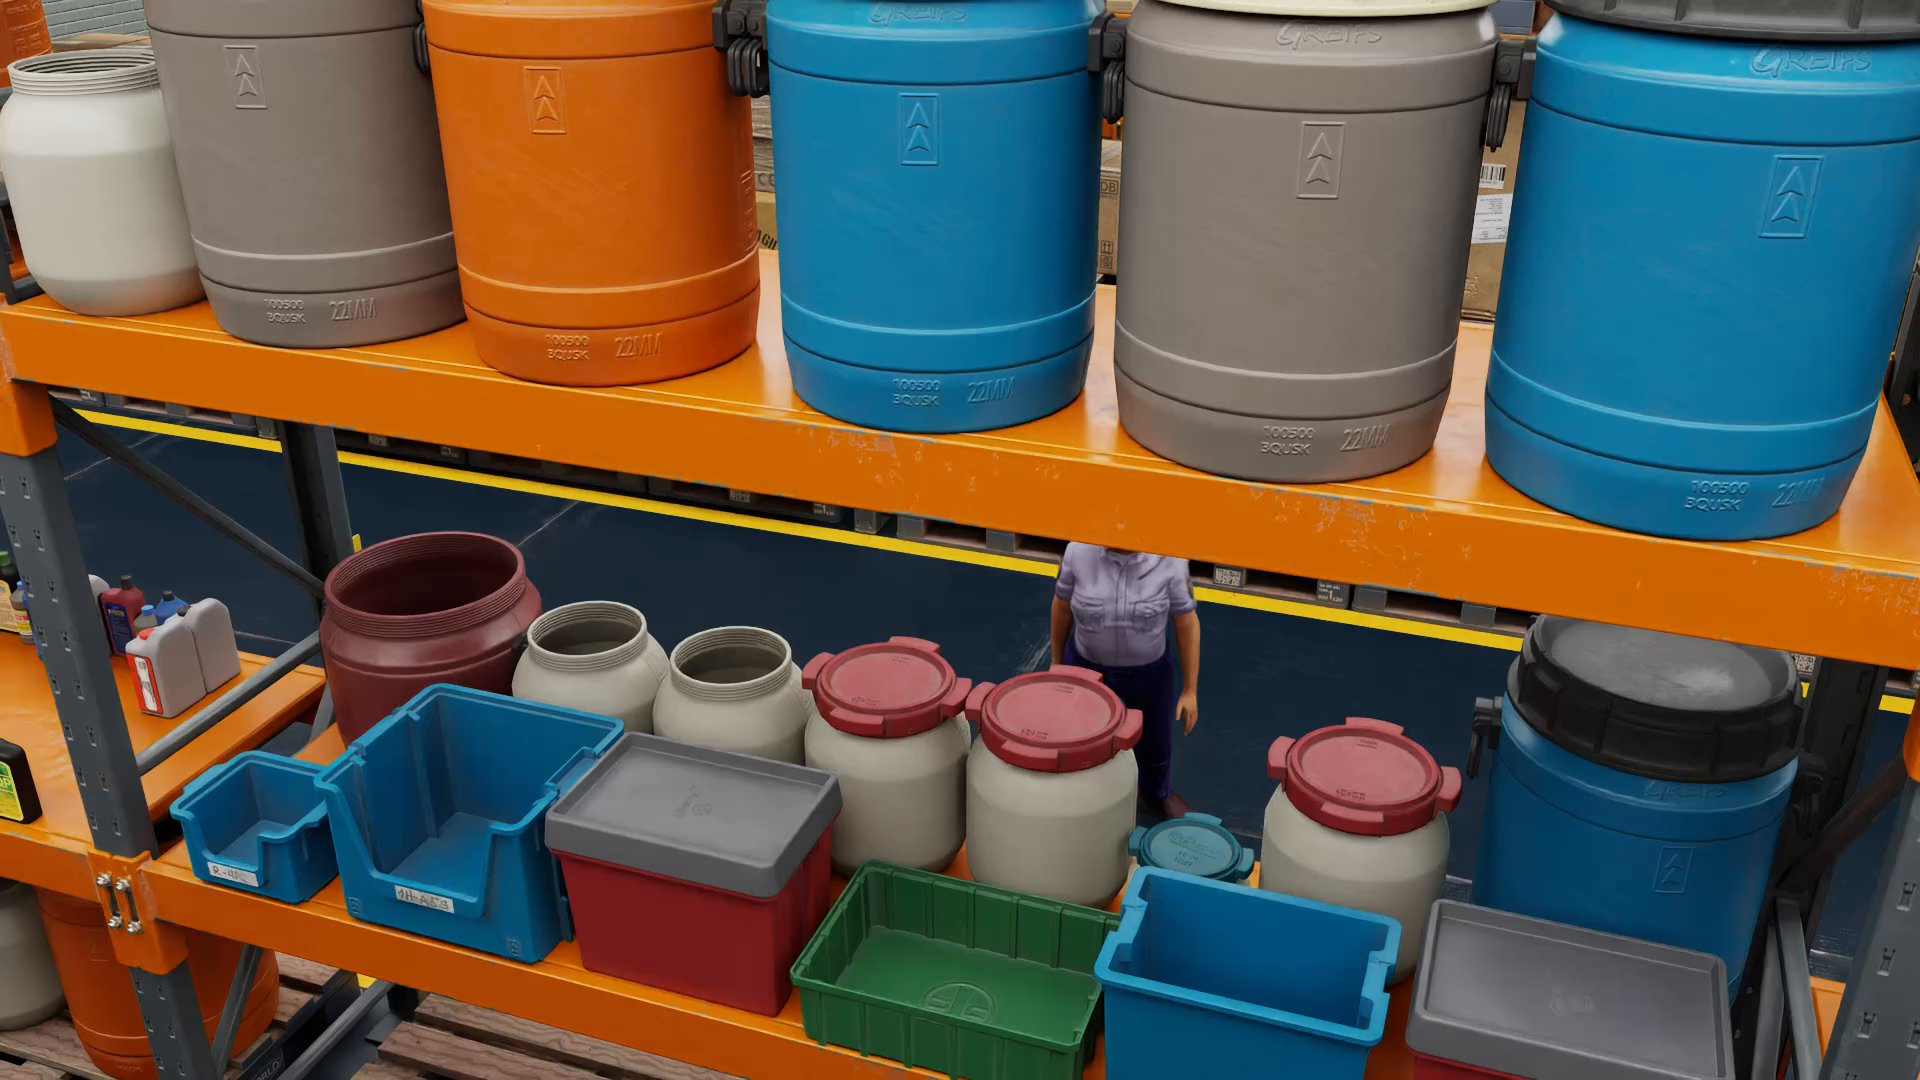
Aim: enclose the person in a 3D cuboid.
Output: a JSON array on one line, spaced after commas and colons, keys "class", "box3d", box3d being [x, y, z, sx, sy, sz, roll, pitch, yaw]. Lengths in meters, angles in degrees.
[{"class": "person", "box3d": [0.610, 0.511, 6.080, 0.639, 1.608, 0.873, 1, 26, 2]}]
